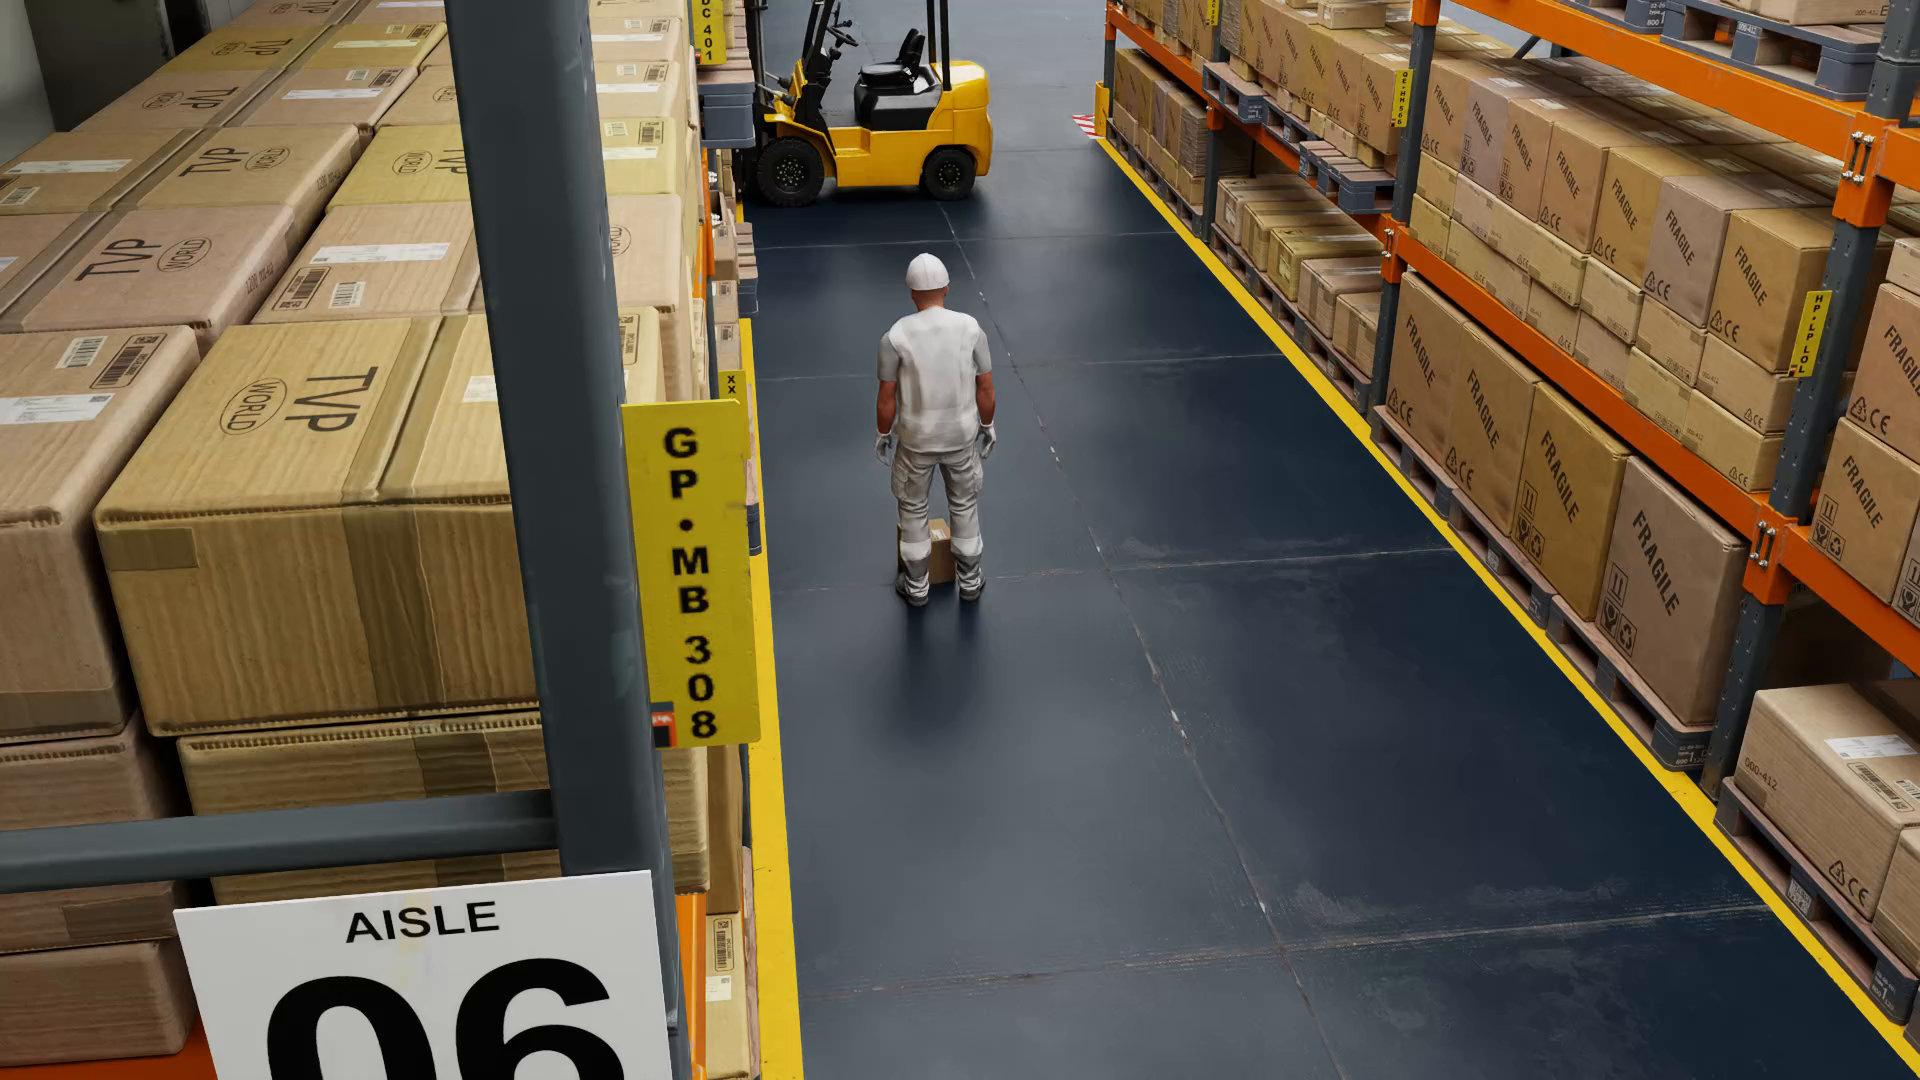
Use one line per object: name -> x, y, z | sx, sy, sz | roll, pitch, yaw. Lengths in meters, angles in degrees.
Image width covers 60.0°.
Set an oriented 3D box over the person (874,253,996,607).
person -> -0.119, -0.513, 8.112 | 0.604, 1.778, 0.450 | -5, 27, -9
